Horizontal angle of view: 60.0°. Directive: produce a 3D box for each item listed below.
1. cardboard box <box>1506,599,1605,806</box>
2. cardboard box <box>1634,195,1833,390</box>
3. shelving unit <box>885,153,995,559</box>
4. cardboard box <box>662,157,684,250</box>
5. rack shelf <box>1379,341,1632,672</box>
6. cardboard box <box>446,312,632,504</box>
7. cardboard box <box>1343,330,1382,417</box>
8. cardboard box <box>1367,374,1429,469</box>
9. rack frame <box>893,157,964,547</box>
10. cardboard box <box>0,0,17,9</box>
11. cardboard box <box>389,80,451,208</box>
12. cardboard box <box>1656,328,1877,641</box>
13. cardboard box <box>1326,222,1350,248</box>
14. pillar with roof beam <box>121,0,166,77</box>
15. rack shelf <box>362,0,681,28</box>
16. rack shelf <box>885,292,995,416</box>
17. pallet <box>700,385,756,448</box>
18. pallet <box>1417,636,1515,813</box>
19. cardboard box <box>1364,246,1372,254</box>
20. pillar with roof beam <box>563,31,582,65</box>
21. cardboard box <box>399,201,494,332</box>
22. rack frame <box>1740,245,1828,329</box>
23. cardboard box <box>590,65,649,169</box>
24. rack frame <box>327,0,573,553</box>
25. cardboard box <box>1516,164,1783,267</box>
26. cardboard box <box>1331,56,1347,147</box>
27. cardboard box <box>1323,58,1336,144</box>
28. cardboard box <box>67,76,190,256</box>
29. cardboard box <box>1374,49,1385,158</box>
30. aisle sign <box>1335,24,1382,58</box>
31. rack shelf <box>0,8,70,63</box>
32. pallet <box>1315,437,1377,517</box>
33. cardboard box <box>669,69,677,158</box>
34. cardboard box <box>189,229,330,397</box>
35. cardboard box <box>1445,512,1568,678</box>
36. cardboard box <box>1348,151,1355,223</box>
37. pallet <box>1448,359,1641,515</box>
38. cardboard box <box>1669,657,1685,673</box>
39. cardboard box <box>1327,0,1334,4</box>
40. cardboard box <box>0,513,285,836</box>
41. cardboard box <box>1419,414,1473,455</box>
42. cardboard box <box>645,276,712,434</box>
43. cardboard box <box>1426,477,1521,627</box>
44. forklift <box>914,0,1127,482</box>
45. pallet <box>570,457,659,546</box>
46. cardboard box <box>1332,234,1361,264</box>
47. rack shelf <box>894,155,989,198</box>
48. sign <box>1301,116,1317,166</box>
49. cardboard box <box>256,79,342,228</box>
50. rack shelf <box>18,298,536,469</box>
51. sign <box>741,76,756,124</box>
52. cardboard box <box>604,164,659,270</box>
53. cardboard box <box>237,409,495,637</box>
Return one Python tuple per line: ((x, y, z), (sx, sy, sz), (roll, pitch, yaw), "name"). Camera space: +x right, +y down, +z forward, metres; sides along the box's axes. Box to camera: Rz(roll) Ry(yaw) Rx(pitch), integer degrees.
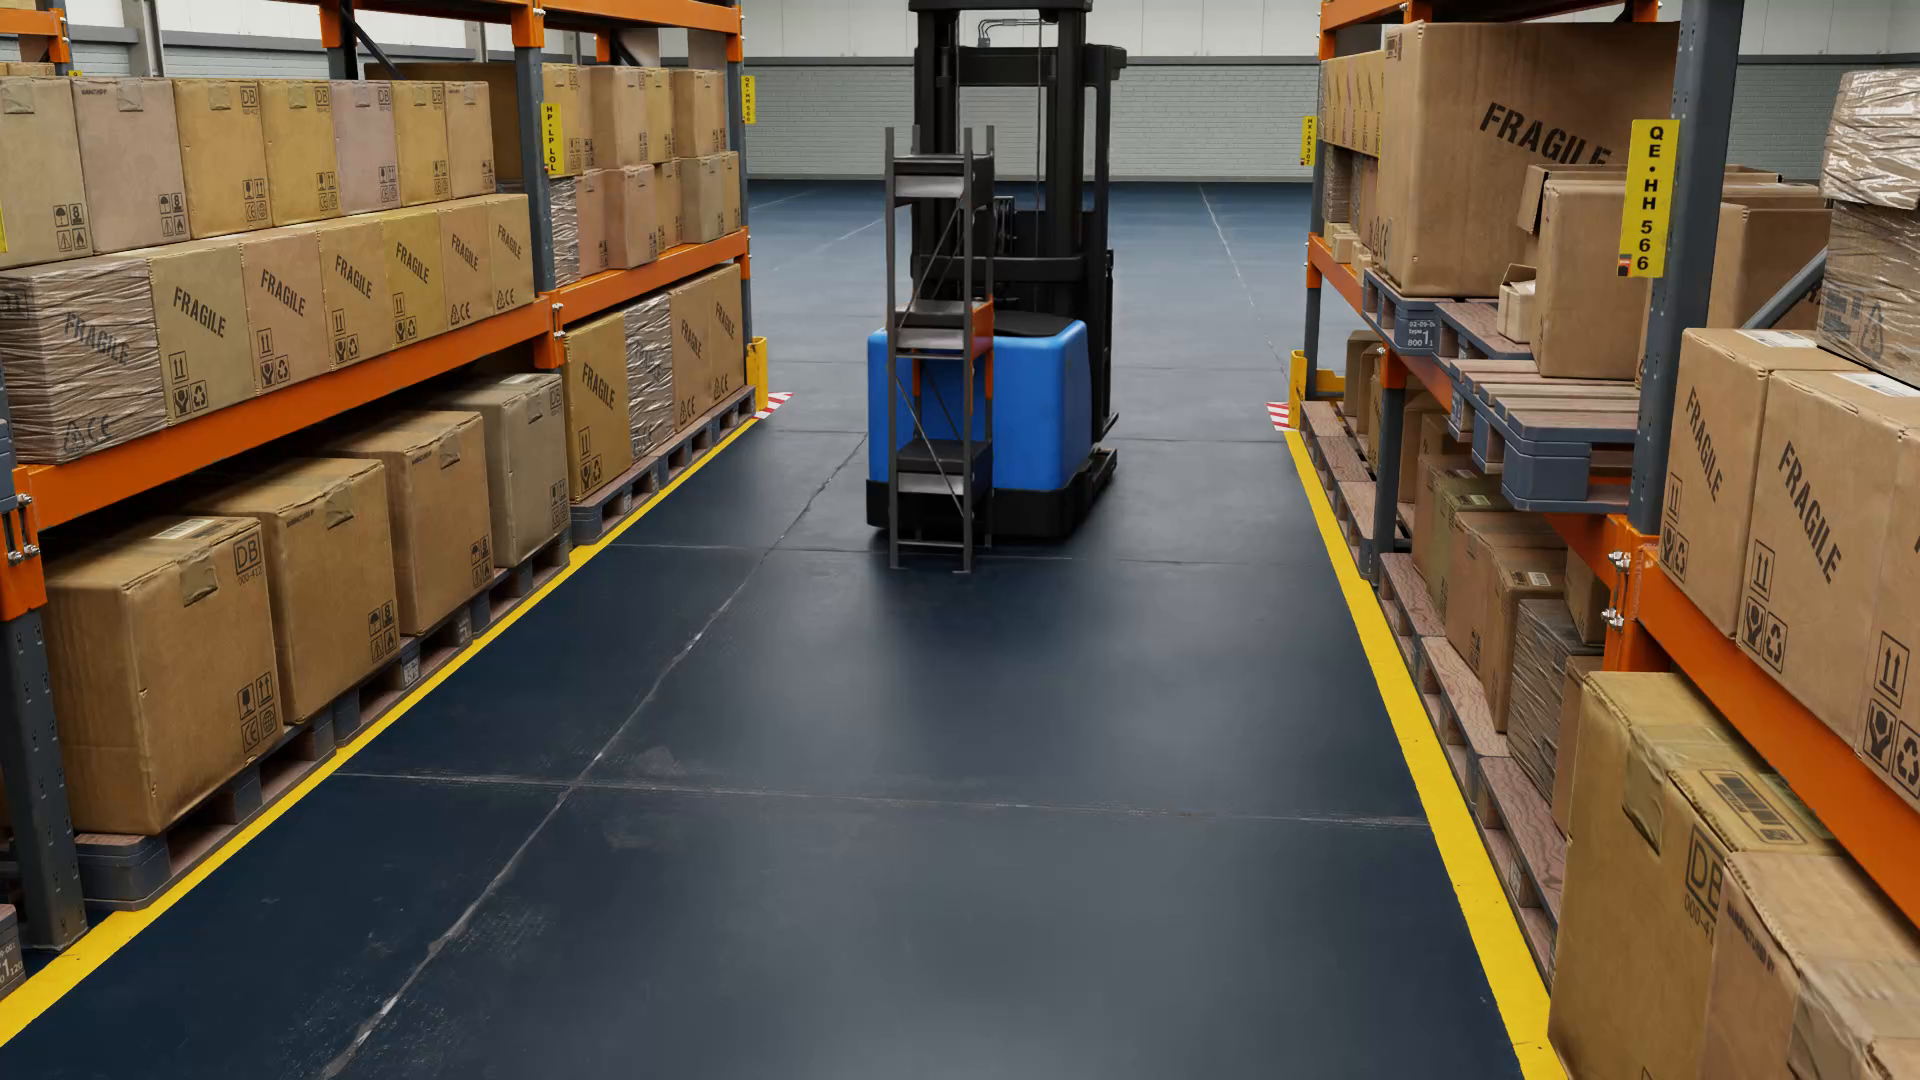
((2.098, 0.493, 5.039), (0.700, 0.500, 0.500), (0, 15, 2), "cardboard box")
((2.013, -0.575, 4.046), (0.500, 0.500, 0.500), (0, 15, -1), "cardboard box")
((-5.835, -2.610, 8.263), (11.925, 5.092, 1.781), (3, 16, 12), "shelving unit")
((-2.247, -2.120, 10.469), (0.875, 0.550, 0.550), (2, 15, 6), "cardboard box")
((2.218, -0.354, 5.604), (1.077, 0.370, 4.000), (2, 15, 6), "rack shelf")
((-2.333, -0.731, 8.884), (0.875, 0.875, 0.875), (2, 15, 7), "cardboard box")
((2.808, -1.092, 10.940), (0.500, 0.500, 0.500), (5, 16, 17), "cardboard box")
((2.578, -0.631, 9.234), (0.500, 0.500, 0.500), (0, 15, 1), "cardboard box")
((-0.144, -0.858, 7.813), (0.380, 1.831, 0.006), (3, 16, 12), "rack frame")
((-6.710, -3.710, 11.371), (0.380, 0.149, 0.250), (2, 15, 7), "cardboard box")
((-2.580, -1.661, 6.952), (0.700, 0.500, 0.500), (1, 15, 5), "cardboard box")
((1.667, -0.113, 3.142), (0.500, 0.500, 0.500), (2, 15, 8), "cardboard box")
((2.535, -1.941, 10.575), (0.380, 0.149, 0.250), (2, 15, 6), "cardboard box")
((-7.227, -8.422, 22.570), (9.100, 9.000, 0.400), (2, 15, 6), "pillar with roof beam")
((-2.248, -3.106, 9.661), (0.919, 0.124, 3.809), (2, 15, 6), "rack shelf")
((-0.089, -0.907, 8.046), (0.431, 0.518, 0.480), (3, 16, 12), "rack shelf")
((-2.035, -0.874, 11.491), (1.003, 0.211, 1.213), (2, 15, 6), "pallet")
((2.222, 0.645, 5.872), (1.003, 0.211, 1.213), (2, 15, 6), "pallet")
((2.366, -1.486, 8.893), (0.380, 0.149, 0.250), (2, 15, 6), "cardboard box")
((-5.196, -13.091, 39.835), (9.100, 9.000, 0.400), (2, 15, 6), "pillar with roof beam")
((-2.324, -1.167, 7.039), (0.500, 0.500, 0.500), (2, 15, 6), "cardboard box")
((1.989, -0.183, 3.592), (0.949, 2.616, 0.053), (2, 15, 6), "rack frame")
((-2.253, -2.363, 9.299), (0.875, 0.550, 0.550), (2, 15, 6), "cardboard box")
((-2.473, -1.393, 8.066), (1.000, 3.000, 0.127), (2, 15, 6), "rack frame")
((2.340, -1.021, 5.688), (0.797, 0.503, 0.637), (3, 15, 12), "cardboard box")
((2.444, -2.538, 9.626), (0.500, 0.500, 0.500), (2, 15, 6), "cardboard box")
((2.499, -2.668, 10.106), (0.500, 0.500, 0.500), (2, 15, 6), "cardboard box")
((-2.808, -1.133, 5.000), (0.700, 0.500, 0.500), (1, 15, 5), "cardboard box")
((2.221, -2.020, 7.708), (0.500, 0.500, 0.500), (2, 15, 6), "cardboard box")
((2.604, -3.538, 11.018), (0.394, 0.787, 0.004), (2, 15, 6), "aisle sign")
((-7.177, -3.132, 10.129), (1.077, 0.370, 4.000), (2, 15, 6), "rack shelf")
((2.619, -0.367, 9.614), (1.003, 0.211, 1.213), (2, 15, 6), "pallet")
((-2.271, -2.642, 10.330), (0.875, 0.550, 0.550), (2, 15, 6), "cardboard box")
((-2.494, -0.775, 5.589), (0.500, 0.500, 0.500), (2, 15, 6), "cardboard box")
((2.218, 0.201, 6.119), (0.730, 0.500, 0.544), (1, 15, 5), "cardboard box")
((2.868, -2.175, 10.196), (0.875, 0.500, 0.500), (2, 15, 6), "cardboard box")
((1.967, -0.278, 4.312), (1.213, 0.211, 1.003), (2, 15, 6), "pallet")
((2.038, 0.275, 4.409), (0.500, 0.250, 0.500), (2, 15, 9), "cardboard box")
((2.584, -3.516, 10.459), (0.500, 0.250, 0.500), (2, 15, 8), "cardboard box")
((-2.767, 0.373, 5.042), (1.050, 0.750, 0.750), (1, 15, 5), "cardboard box")
((2.528, -0.319, 8.079), (0.500, 0.500, 0.500), (1, 15, 5), "cardboard box")
((-2.130, -1.201, 10.623), (0.875, 0.875, 0.875), (1, 15, 5), "cardboard box")
((2.280, 0.056, 6.655), (0.700, 0.500, 0.500), (2, 15, 6), "cardboard box")
((0.345, -1.771, 9.595), (1.121, 2.935, 3.031), (3, 16, 12), "forklift")
((-2.310, -0.241, 9.151), (1.003, 0.211, 1.213), (2, 15, 6), "pallet")
((2.360, -1.683, 9.622), (0.380, 0.149, 0.250), (2, 15, 6), "cardboard box")
((-0.089, -1.715, 7.828), (0.368, 0.174, 0.457), (3, 16, 12), "rack shelf")
((2.356, -2.692, 11.211), (0.100, 0.325, 0.005), (2, 15, 6), "sign")
((-2.695, -1.399, 5.983), (0.700, 0.500, 0.500), (2, 15, 6), "cardboard box")
((-2.699, -0.621, 6.216), (0.919, 0.124, 3.809), (2, 15, 6), "rack shelf")
((-1.484, -3.084, 11.648), (0.100, 0.325, 0.005), (2, 15, 6), "sign")
((-2.226, -1.841, 9.437), (0.875, 0.550, 0.550), (2, 15, 6), "cardboard box")
((-2.567, -0.096, 6.775), (1.050, 0.750, 0.750), (2, 15, 6), "cardboard box")
